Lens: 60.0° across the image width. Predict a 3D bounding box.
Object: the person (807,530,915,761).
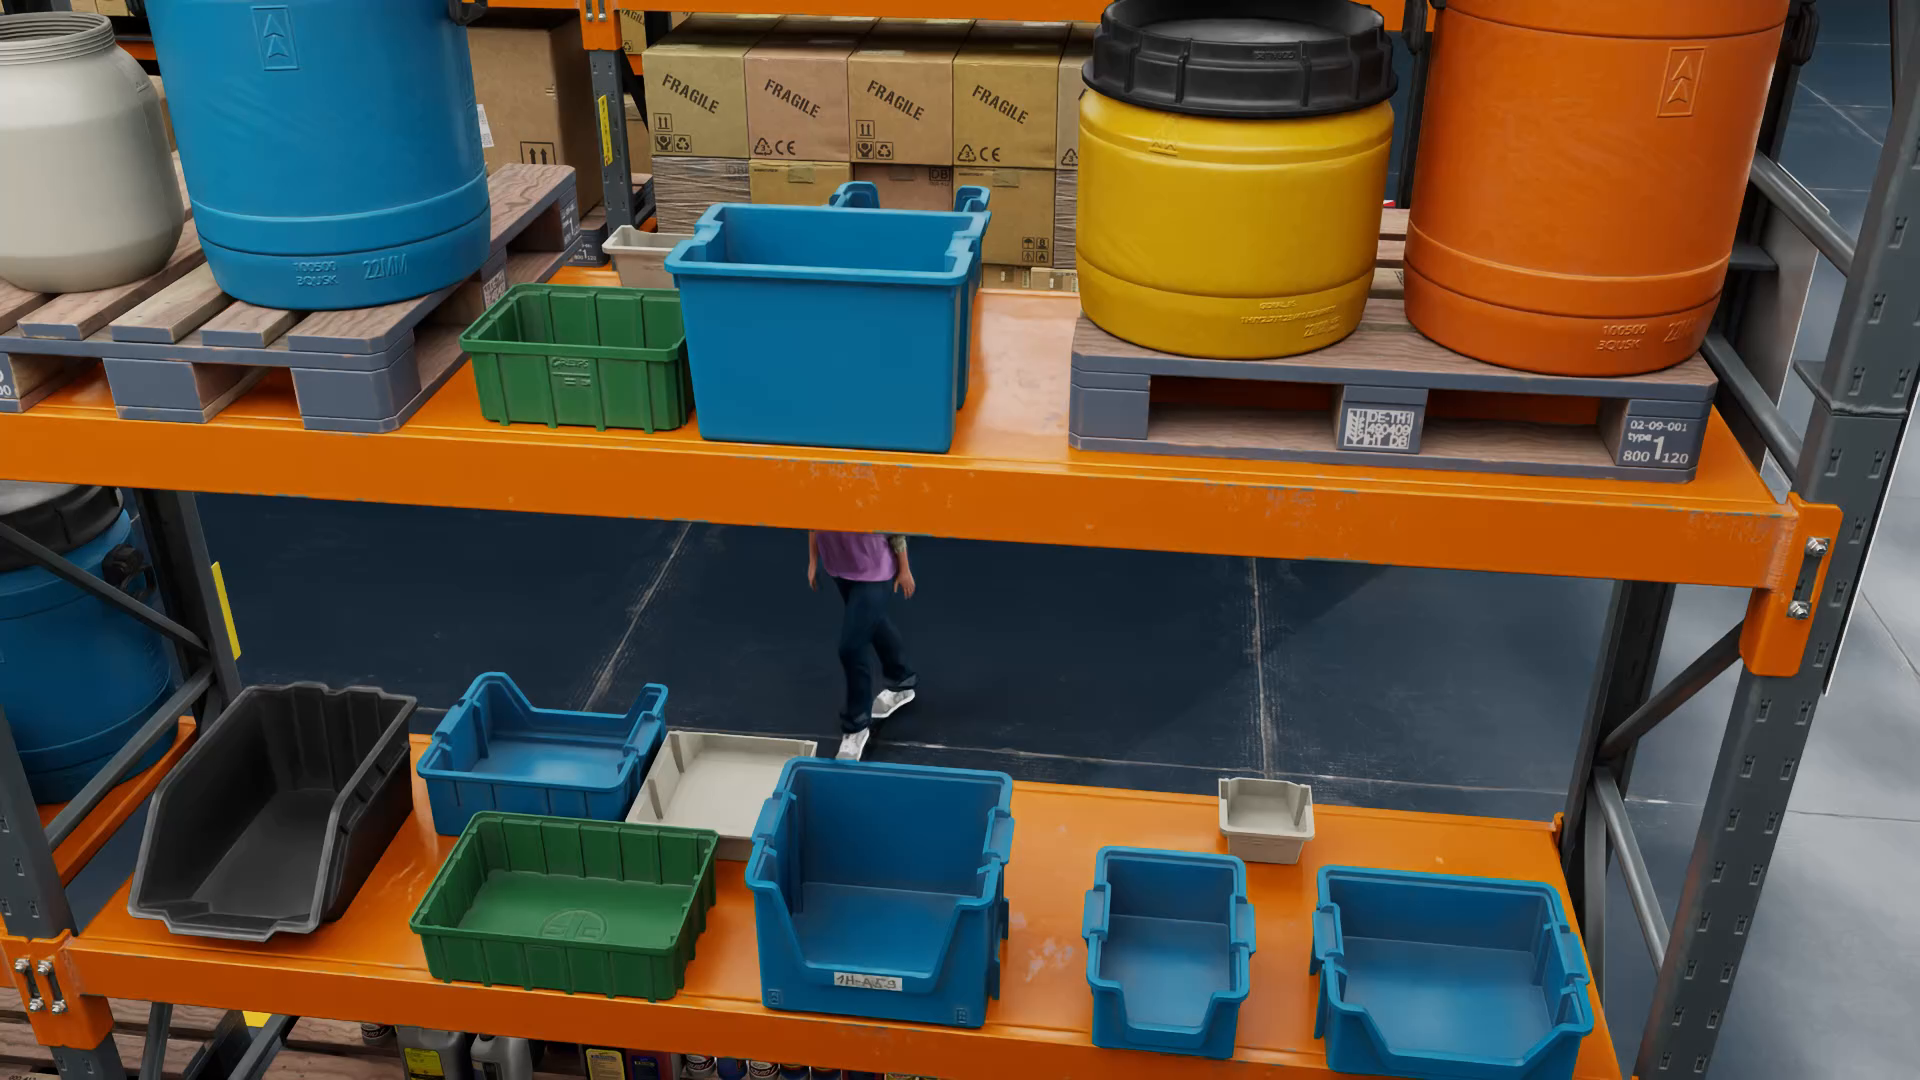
[{"bbox_3d":[-0.425,0.130,6.918,0.575,1.619,0.441,-25,37,-37],"label":"person"}]
